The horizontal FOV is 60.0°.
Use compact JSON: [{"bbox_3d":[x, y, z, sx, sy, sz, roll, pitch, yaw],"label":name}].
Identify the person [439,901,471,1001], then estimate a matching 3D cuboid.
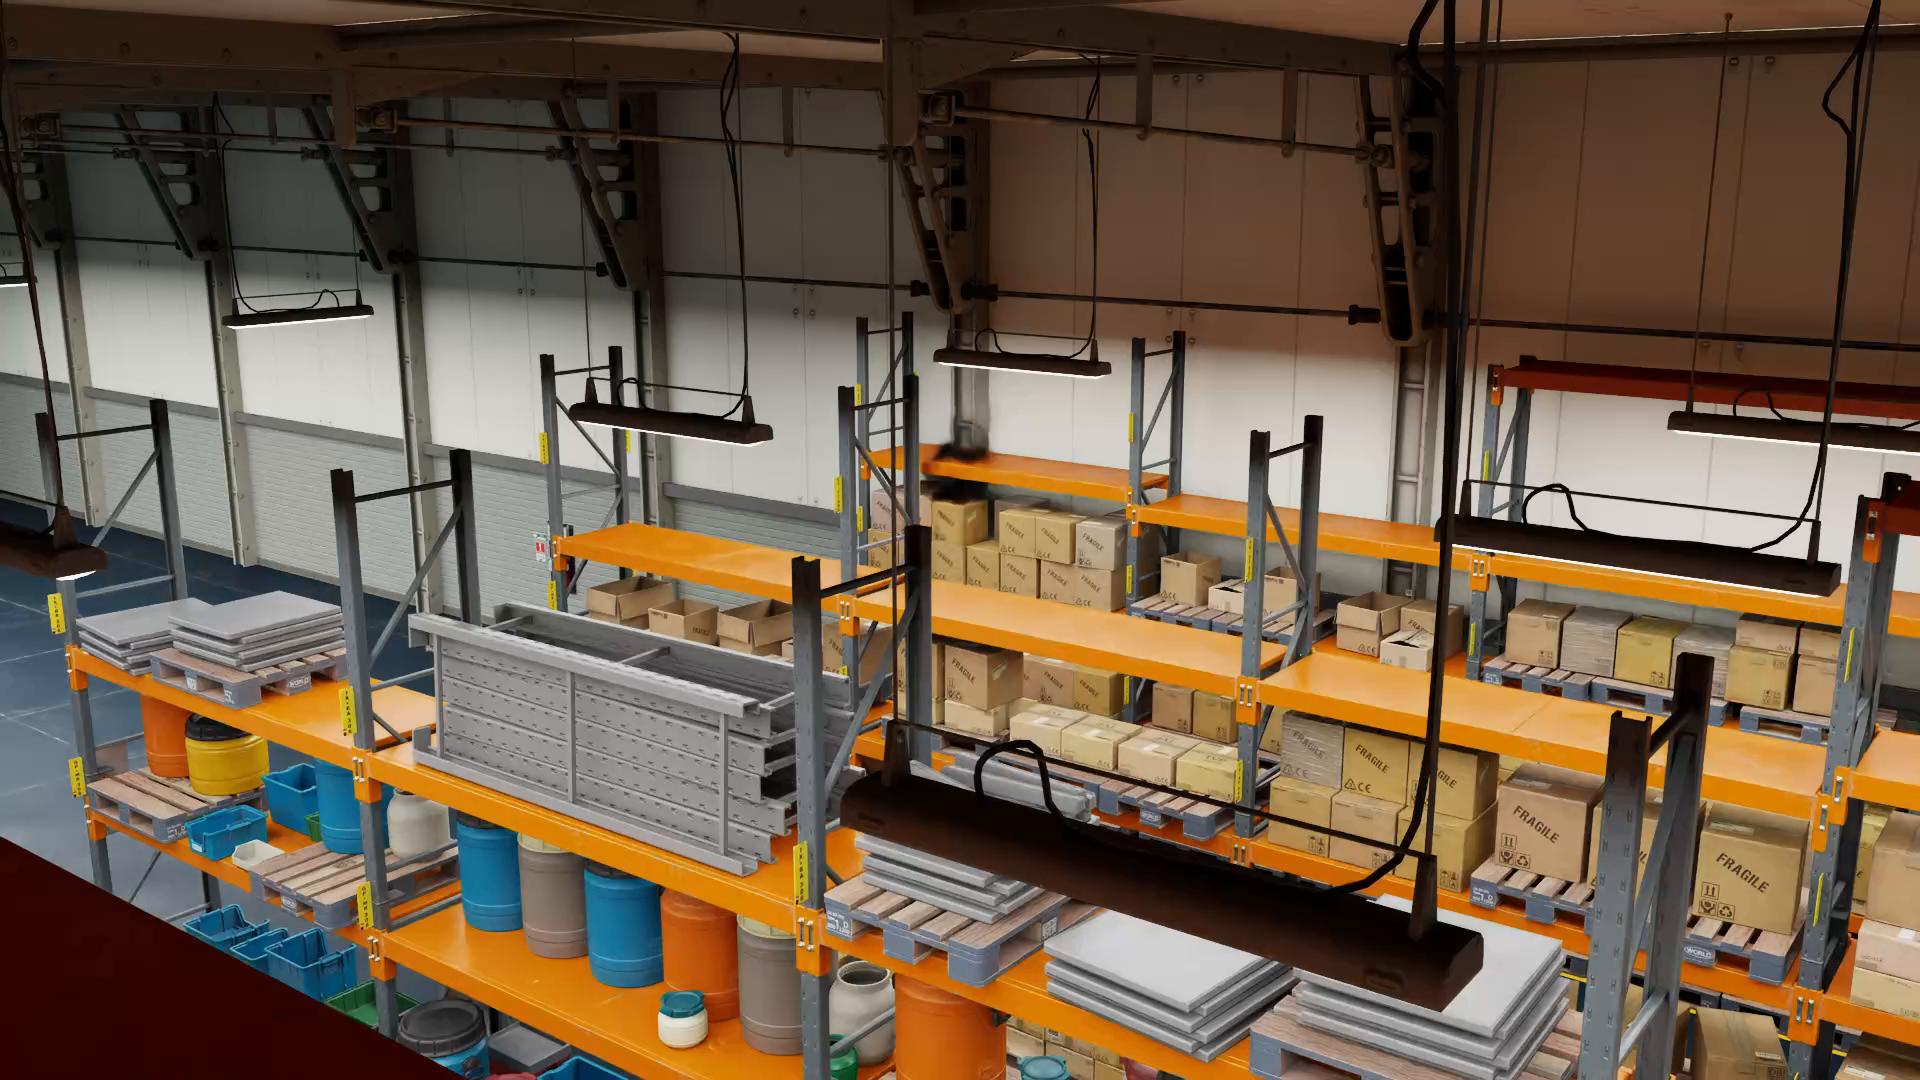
[{"bbox_3d":[-4.429,3.899,14.746,0.701,1.798,0.651,8,15,32],"label":"person"}]
